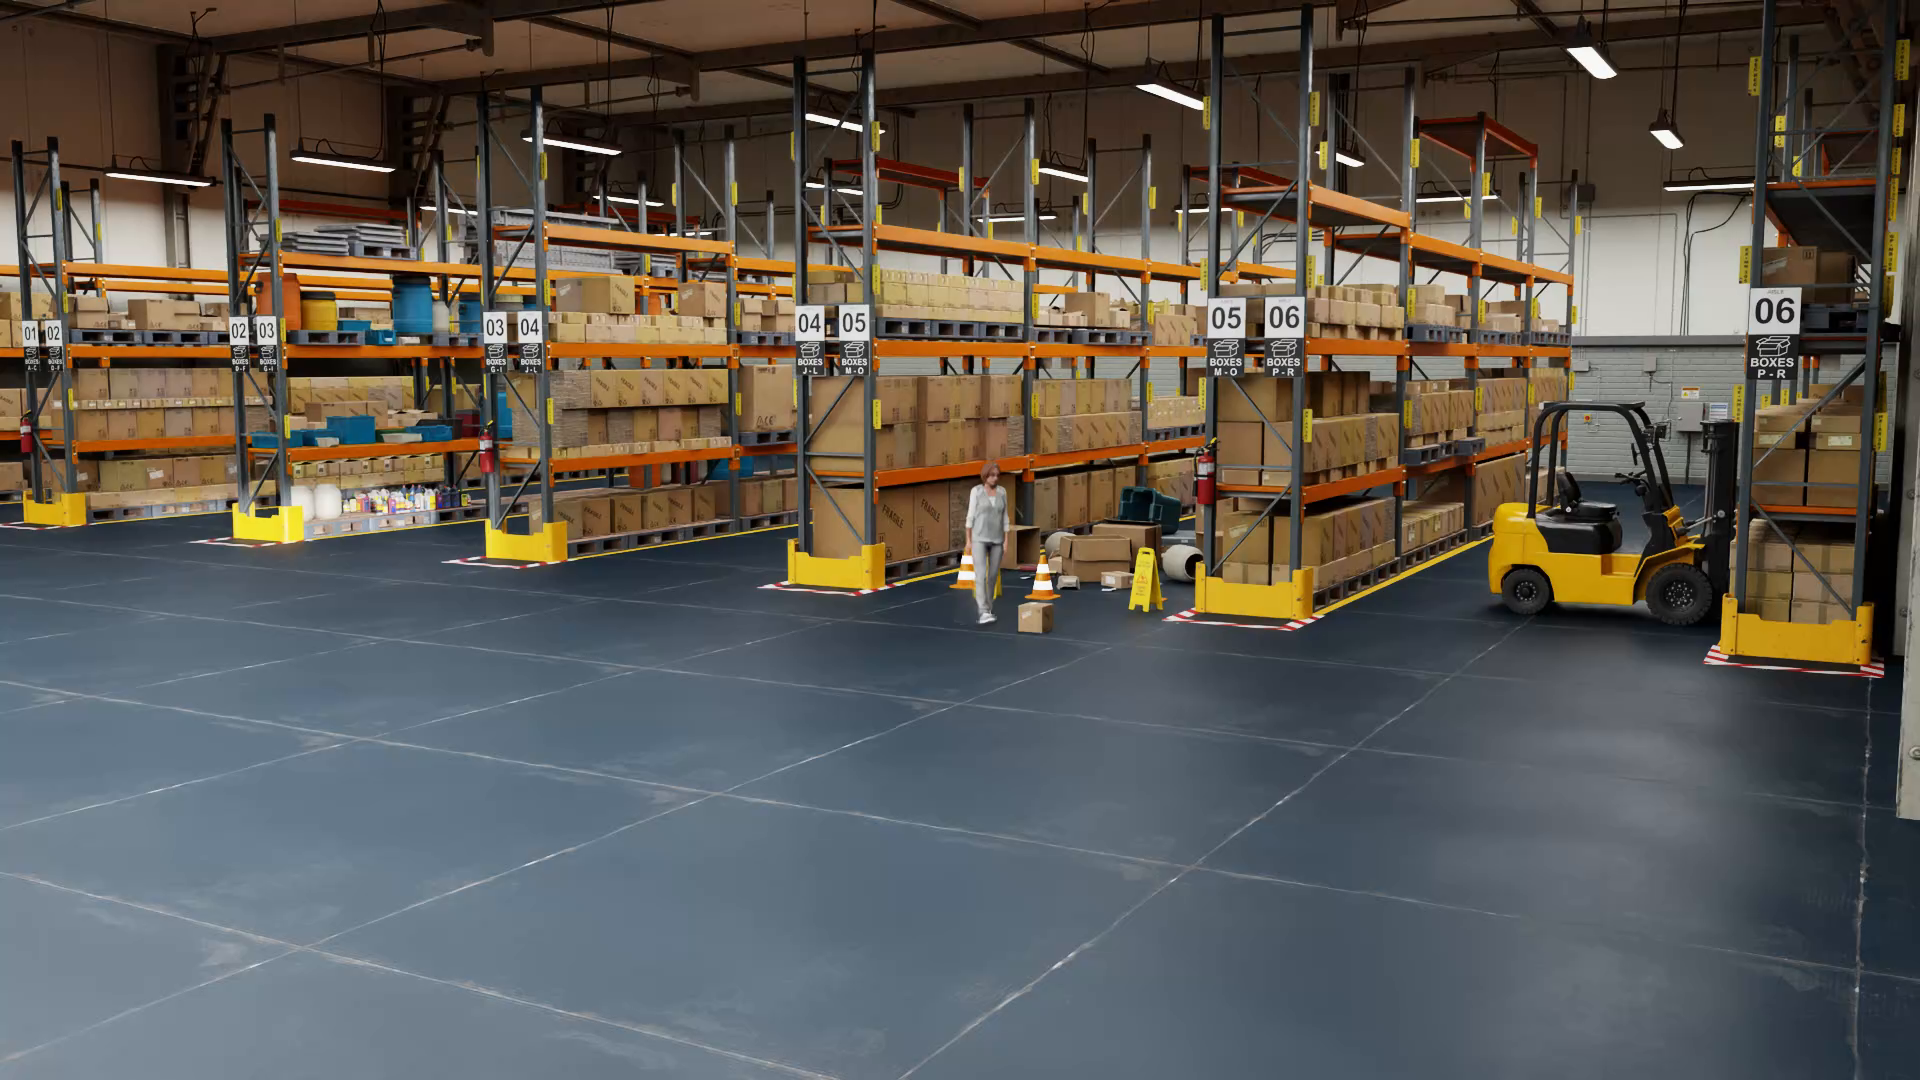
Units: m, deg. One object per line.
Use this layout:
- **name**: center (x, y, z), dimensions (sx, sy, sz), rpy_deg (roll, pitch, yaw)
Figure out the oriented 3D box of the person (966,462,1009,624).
- **person**: center (0.307, 0.036, 16.147), dimensions (0.422, 1.581, 0.700), rpy_deg (-2, 6, -19)
